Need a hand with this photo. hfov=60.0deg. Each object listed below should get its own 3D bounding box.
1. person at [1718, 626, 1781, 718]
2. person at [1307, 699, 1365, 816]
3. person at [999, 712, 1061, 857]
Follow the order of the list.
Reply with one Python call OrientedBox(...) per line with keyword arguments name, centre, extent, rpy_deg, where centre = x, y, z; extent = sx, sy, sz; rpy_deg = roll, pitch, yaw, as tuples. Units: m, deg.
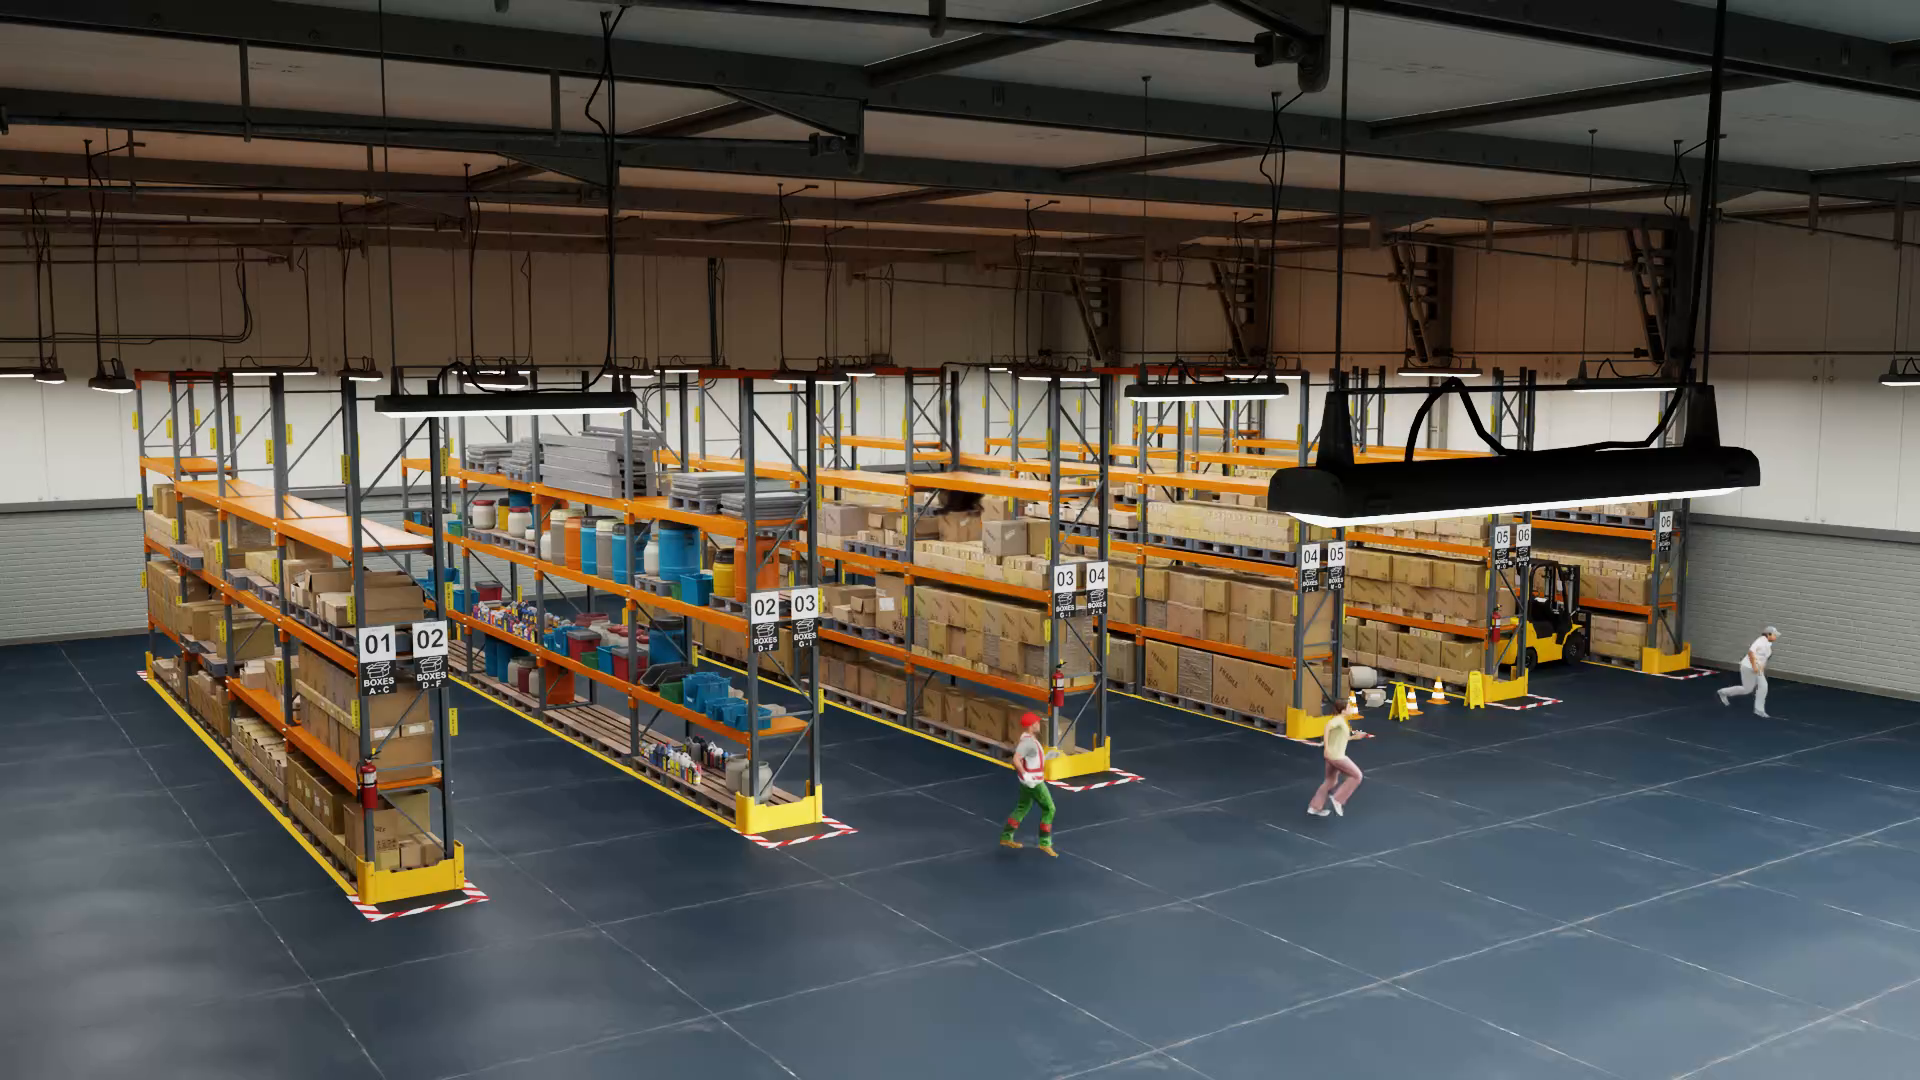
OrientedBox(name="person", centre=(13.825, 2.285, 29.129), extent=(0.964, 1.624, 0.615), rpy_deg=(4, 8, 32))
OrientedBox(name="person", centre=(5.106, 2.955, 22.555), extent=(0.756, 1.618, 0.609), rpy_deg=(1, 6, 7))
OrientedBox(name="person", centre=(0.894, 3.082, 20.924), extent=(0.794, 1.849, 0.654), rpy_deg=(-1, 7, -9))
